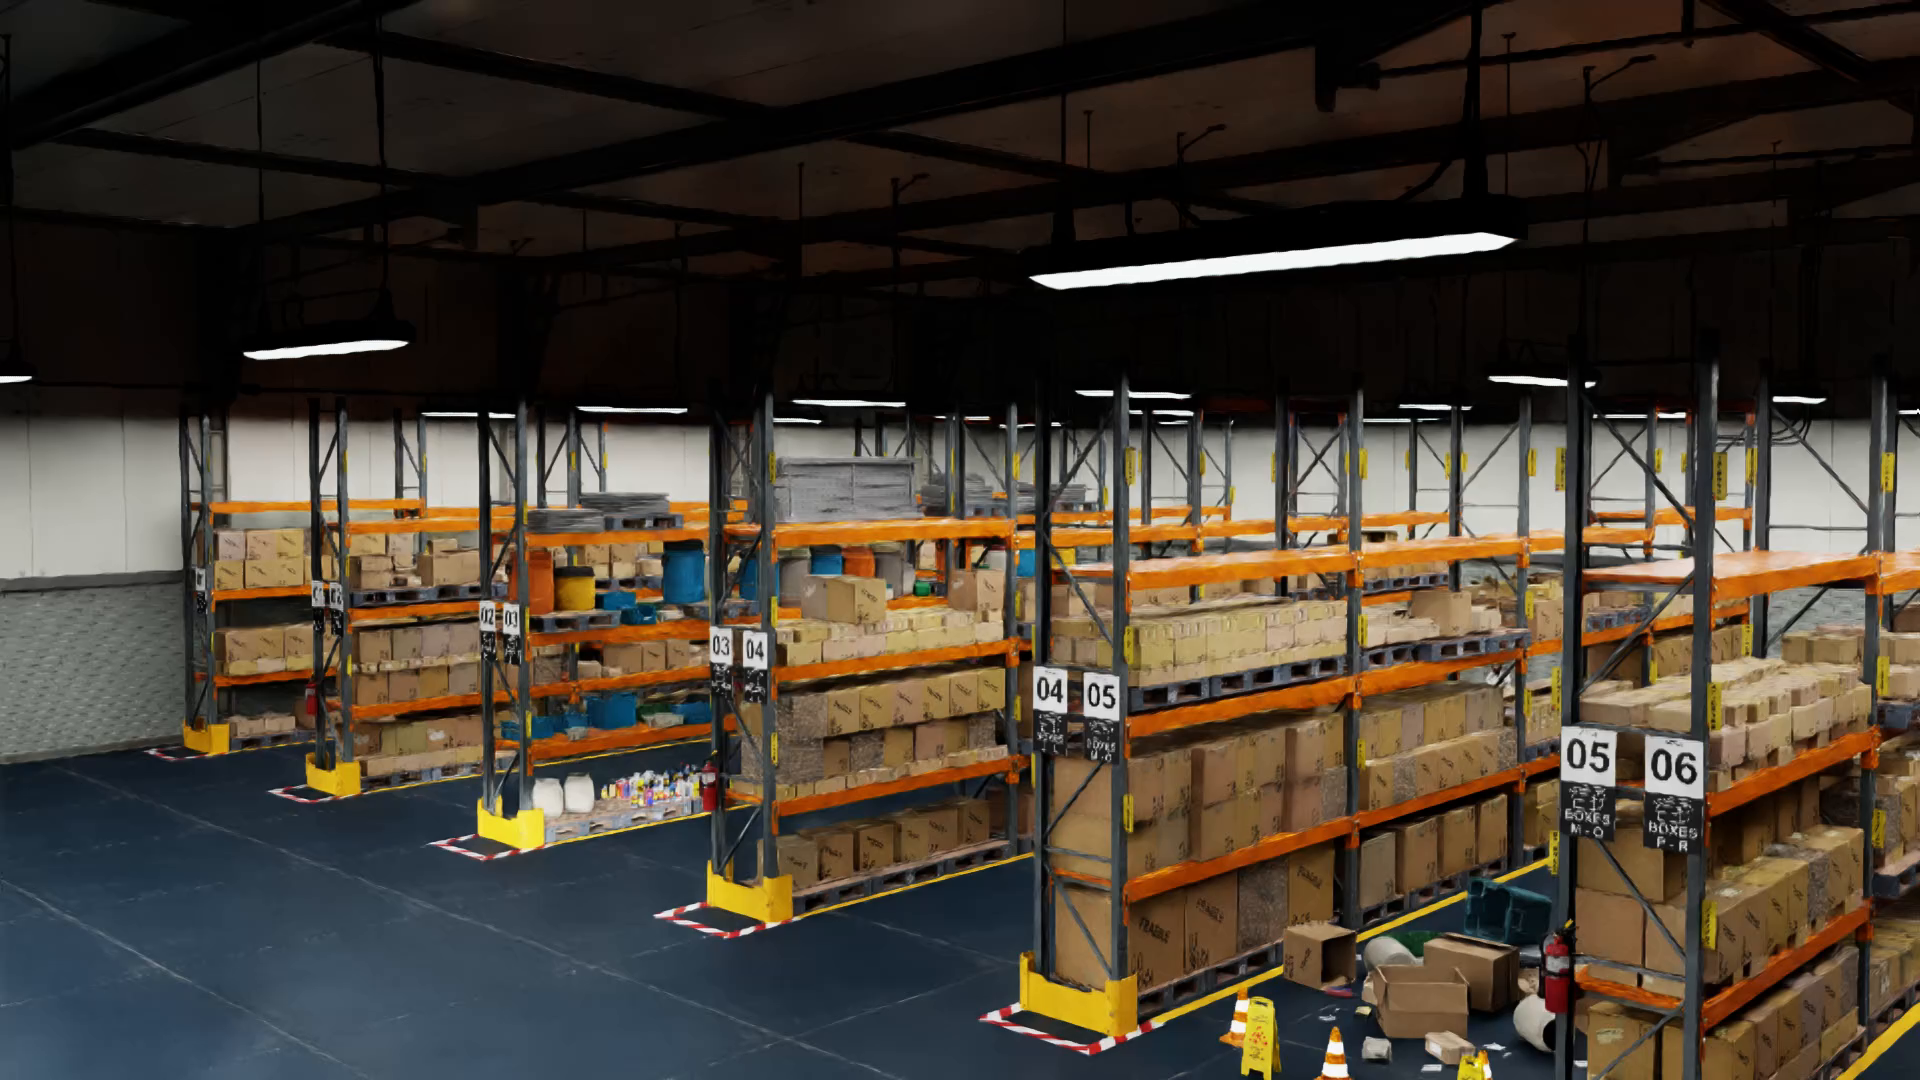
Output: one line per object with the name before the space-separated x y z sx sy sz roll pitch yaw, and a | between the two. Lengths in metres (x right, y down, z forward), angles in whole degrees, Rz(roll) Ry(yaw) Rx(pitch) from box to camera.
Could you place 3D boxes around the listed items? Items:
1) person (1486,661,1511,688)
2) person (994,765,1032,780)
person | 9.339 2.834 28.865 1.088 1.587 0.456 -3 4 -44
person | 0.807 2.904 26.340 0.601 1.696 1.184 3 4 42
